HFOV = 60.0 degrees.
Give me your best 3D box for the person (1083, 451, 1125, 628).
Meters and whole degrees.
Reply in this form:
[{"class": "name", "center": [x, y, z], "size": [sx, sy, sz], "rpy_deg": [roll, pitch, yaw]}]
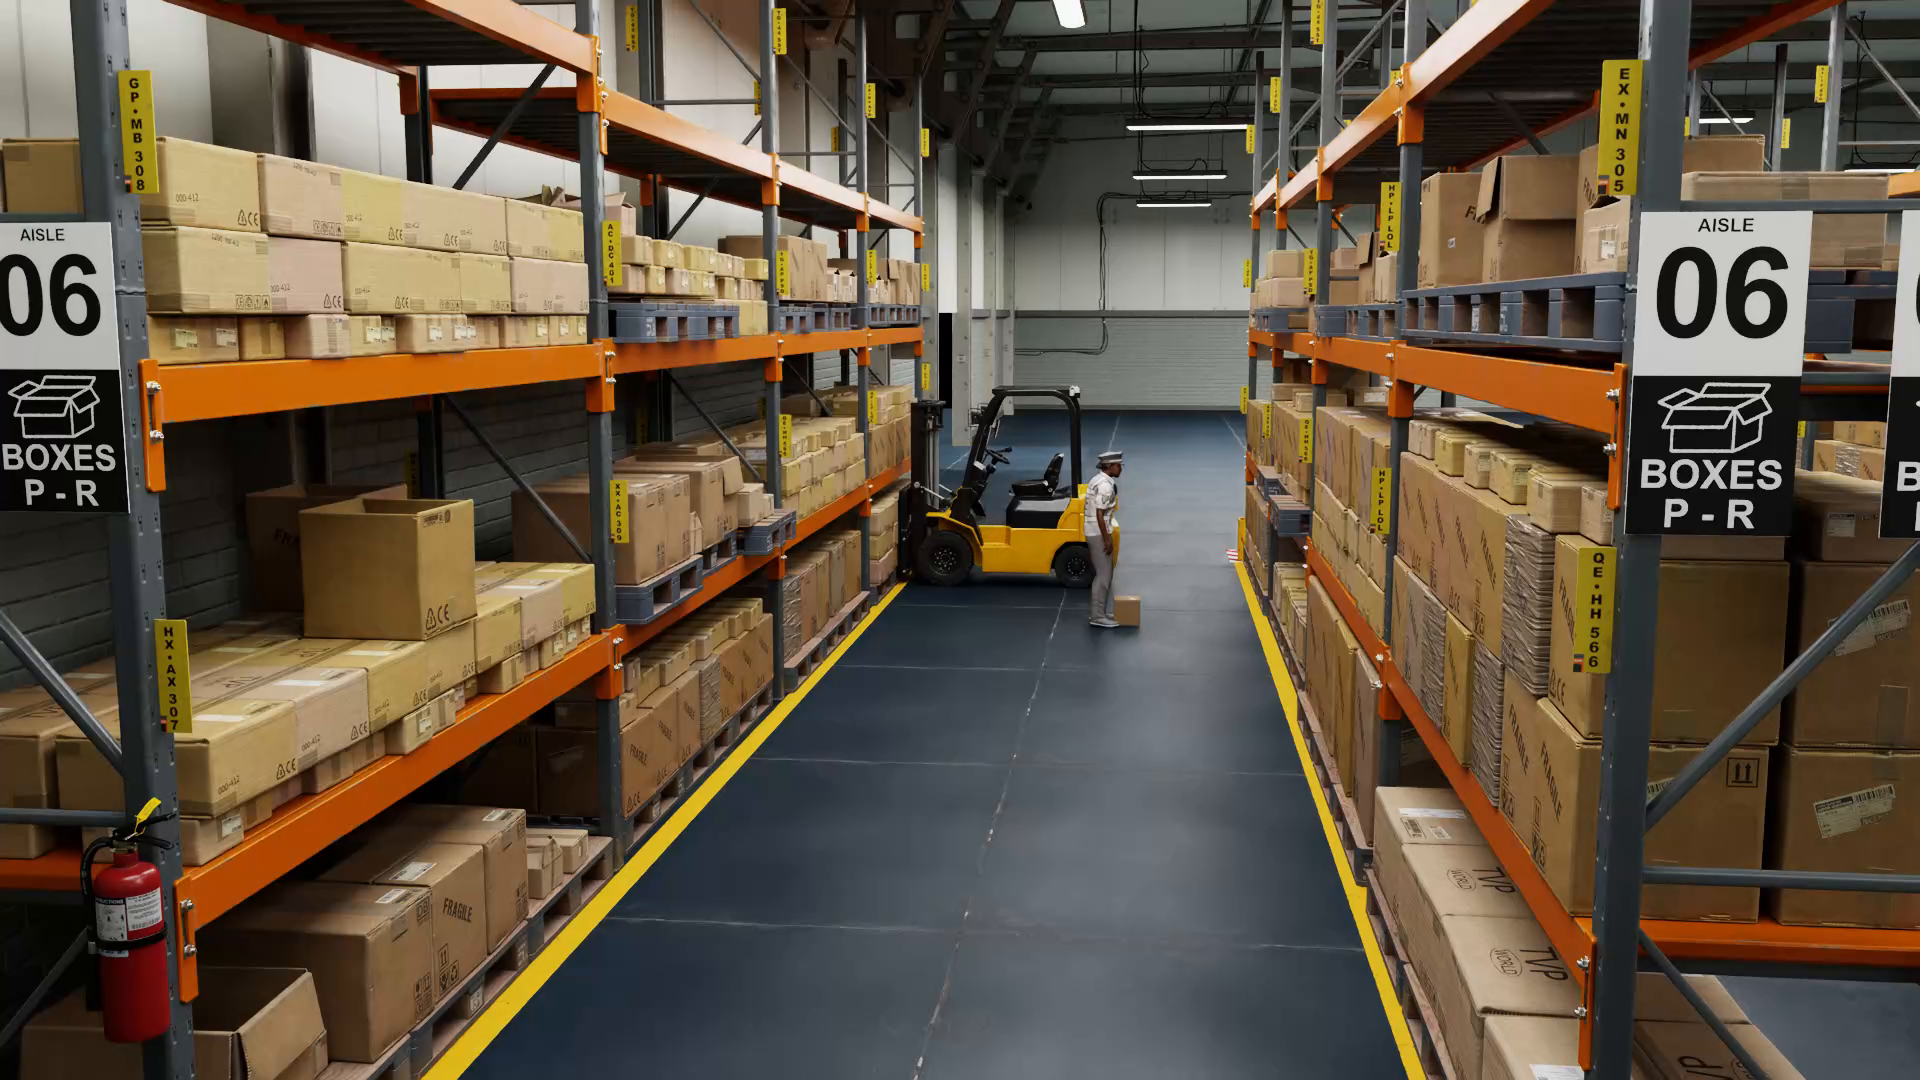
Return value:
[{"class": "person", "center": [1.376, -0.021, 15.946], "size": [0.393, 1.662, 0.527], "rpy_deg": [1, 8, 4]}]
